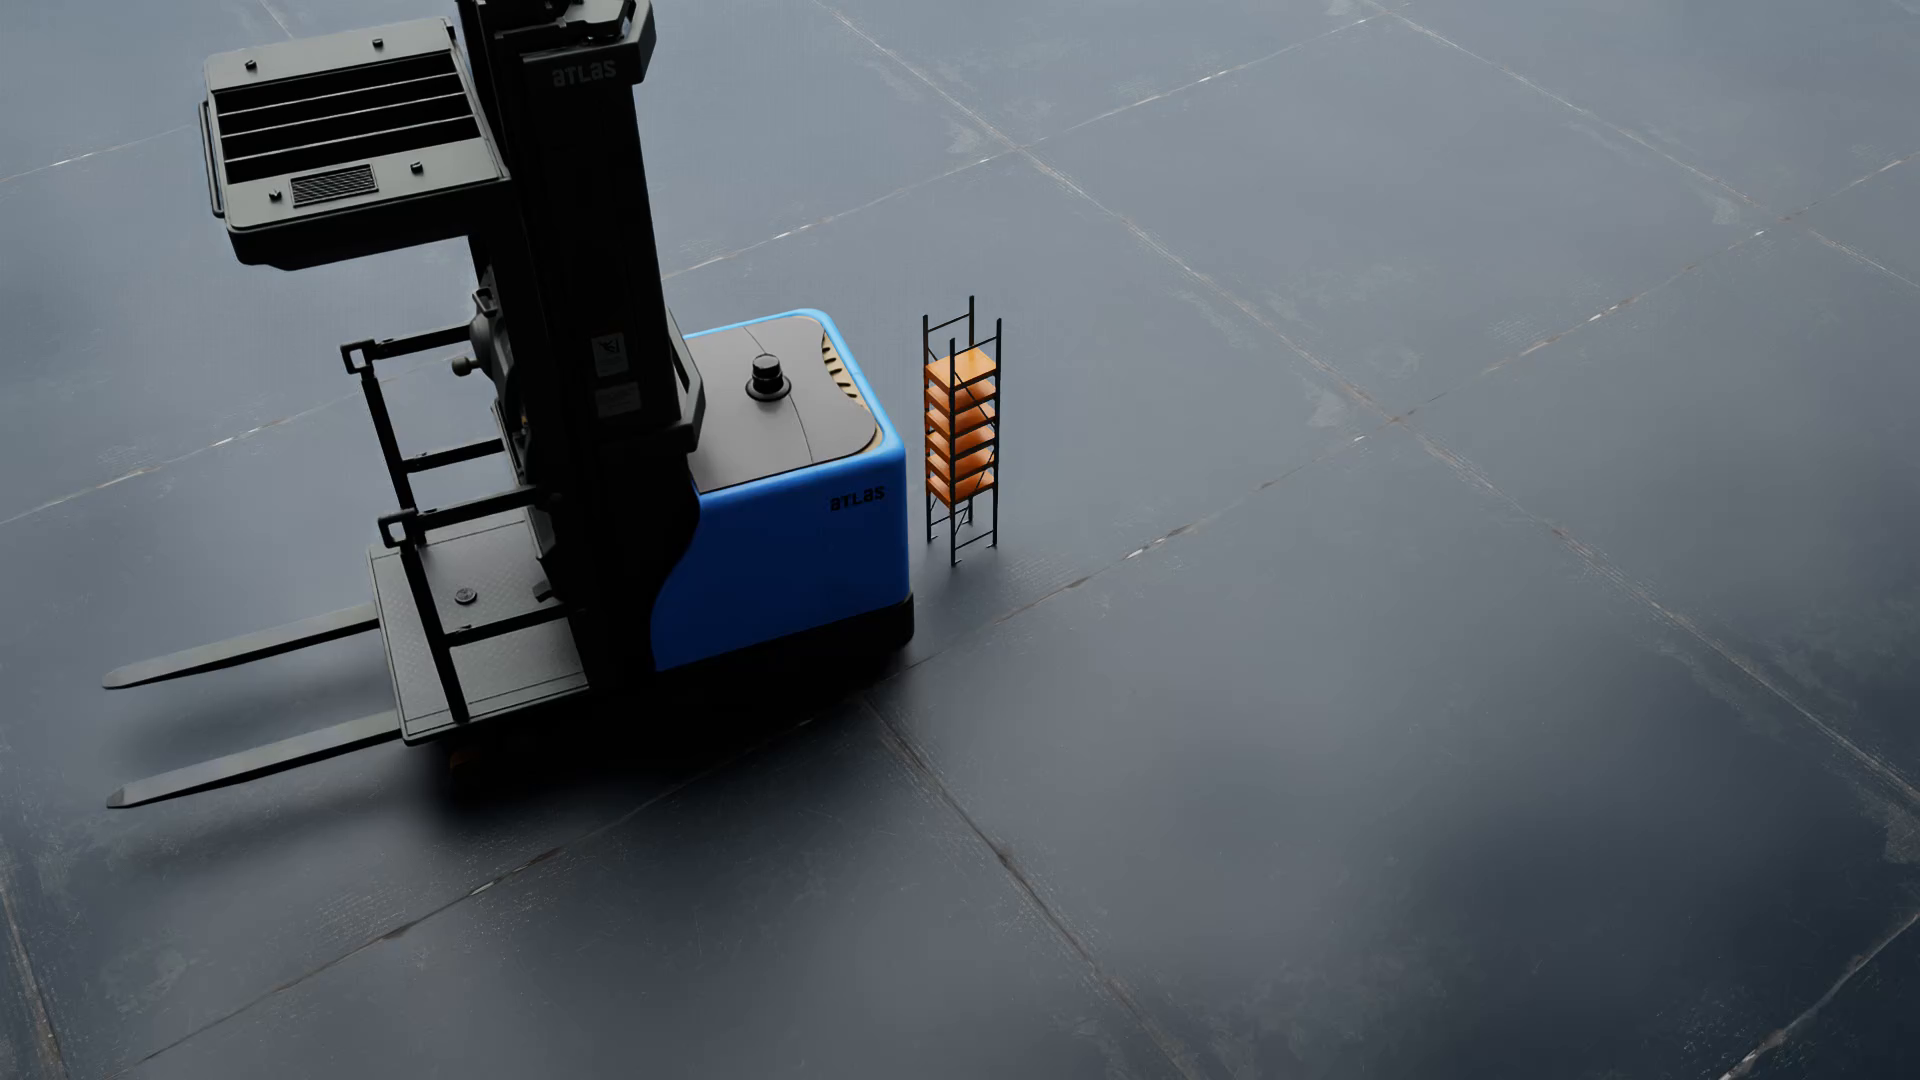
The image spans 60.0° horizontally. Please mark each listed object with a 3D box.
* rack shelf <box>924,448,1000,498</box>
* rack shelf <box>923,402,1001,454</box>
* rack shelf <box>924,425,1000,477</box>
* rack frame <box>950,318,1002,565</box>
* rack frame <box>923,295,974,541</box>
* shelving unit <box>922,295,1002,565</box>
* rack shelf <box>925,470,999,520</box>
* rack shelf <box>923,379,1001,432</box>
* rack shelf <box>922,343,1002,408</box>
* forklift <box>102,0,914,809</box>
[{"bbox_3d":[0.008,-0.307,6.932,0.258,0.103,0.180,-26,49,-24],"label":"rack shelf"},{"bbox_3d":[0.008,-0.480,6.766,0.258,0.103,0.180,-26,49,-24],"label":"rack shelf"},{"bbox_3d":[0.008,-0.394,6.849,0.258,0.103,0.180,-26,49,-24],"label":"rack shelf"},{"bbox_3d":[0.061,-0.374,6.764,0.240,1.200,0.006,-26,49,-24],"label":"rack frame"},{"bbox_3d":[-0.044,-0.478,6.872,0.240,1.200,0.006,-26,49,-24],"label":"rack frame"},{"bbox_3d":[0.008,-0.426,6.818,0.258,1.200,0.189,-26,49,-24],"label":"shelving unit"},{"bbox_3d":[0.008,-0.220,7.014,0.258,0.103,0.180,-26,49,-24],"label":"rack shelf"},{"bbox_3d":[0.008,-0.567,6.683,0.258,0.103,0.180,-26,49,-24],"label":"rack shelf"},{"bbox_3d":[0.008,-0.654,6.600,0.258,0.103,0.180,-26,49,-24],"label":"rack shelf"},{"bbox_3d":[-1.754,-0.546,5.691,3.031,2.935,1.130,-15,46,-16],"label":"forklift"}]
